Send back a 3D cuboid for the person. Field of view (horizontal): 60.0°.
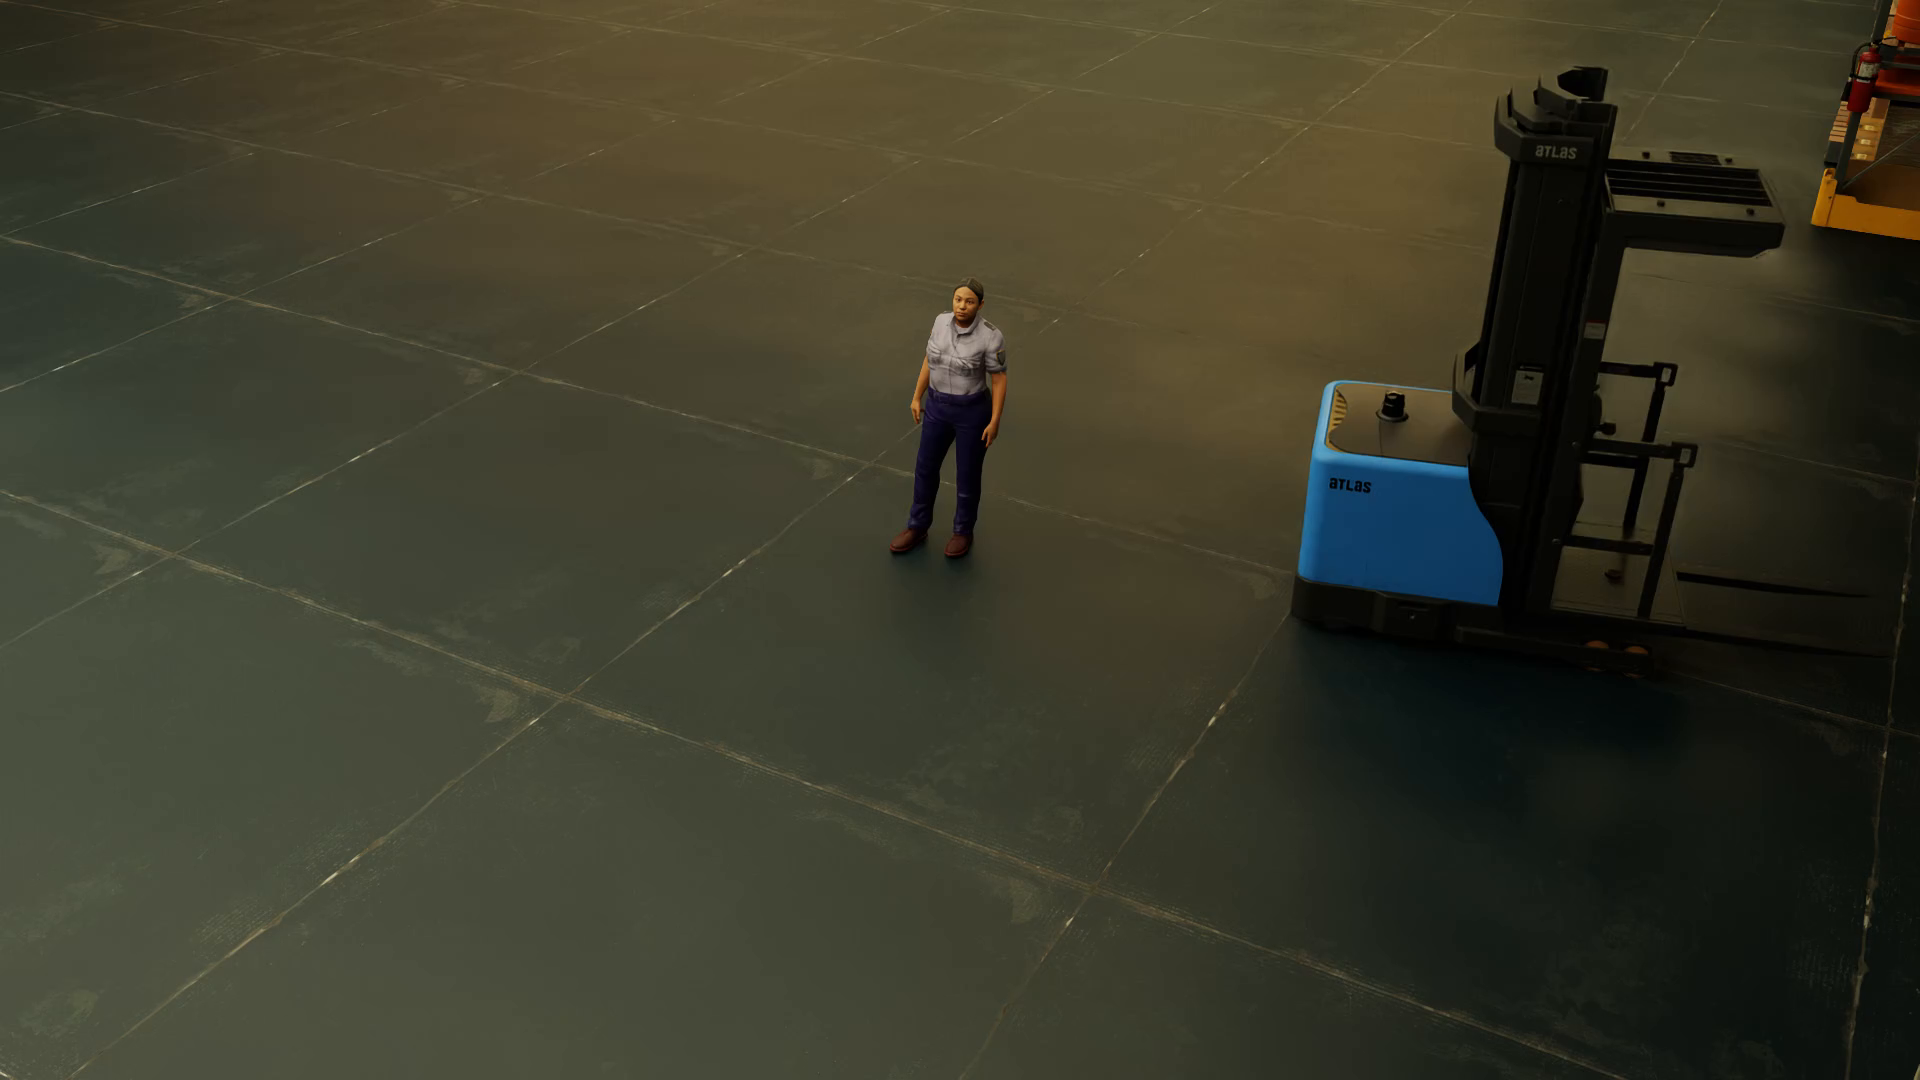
[{"bbox_3d":[-0.063,-0.682,9.532,0.598,1.640,0.503,15,33,25],"label":"person"}]

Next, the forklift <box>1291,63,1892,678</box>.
[{"bbox_3d":[3.406,-0.838,8.522,3.031,2.935,1.130,8,31,13],"label":"forklift"}]
